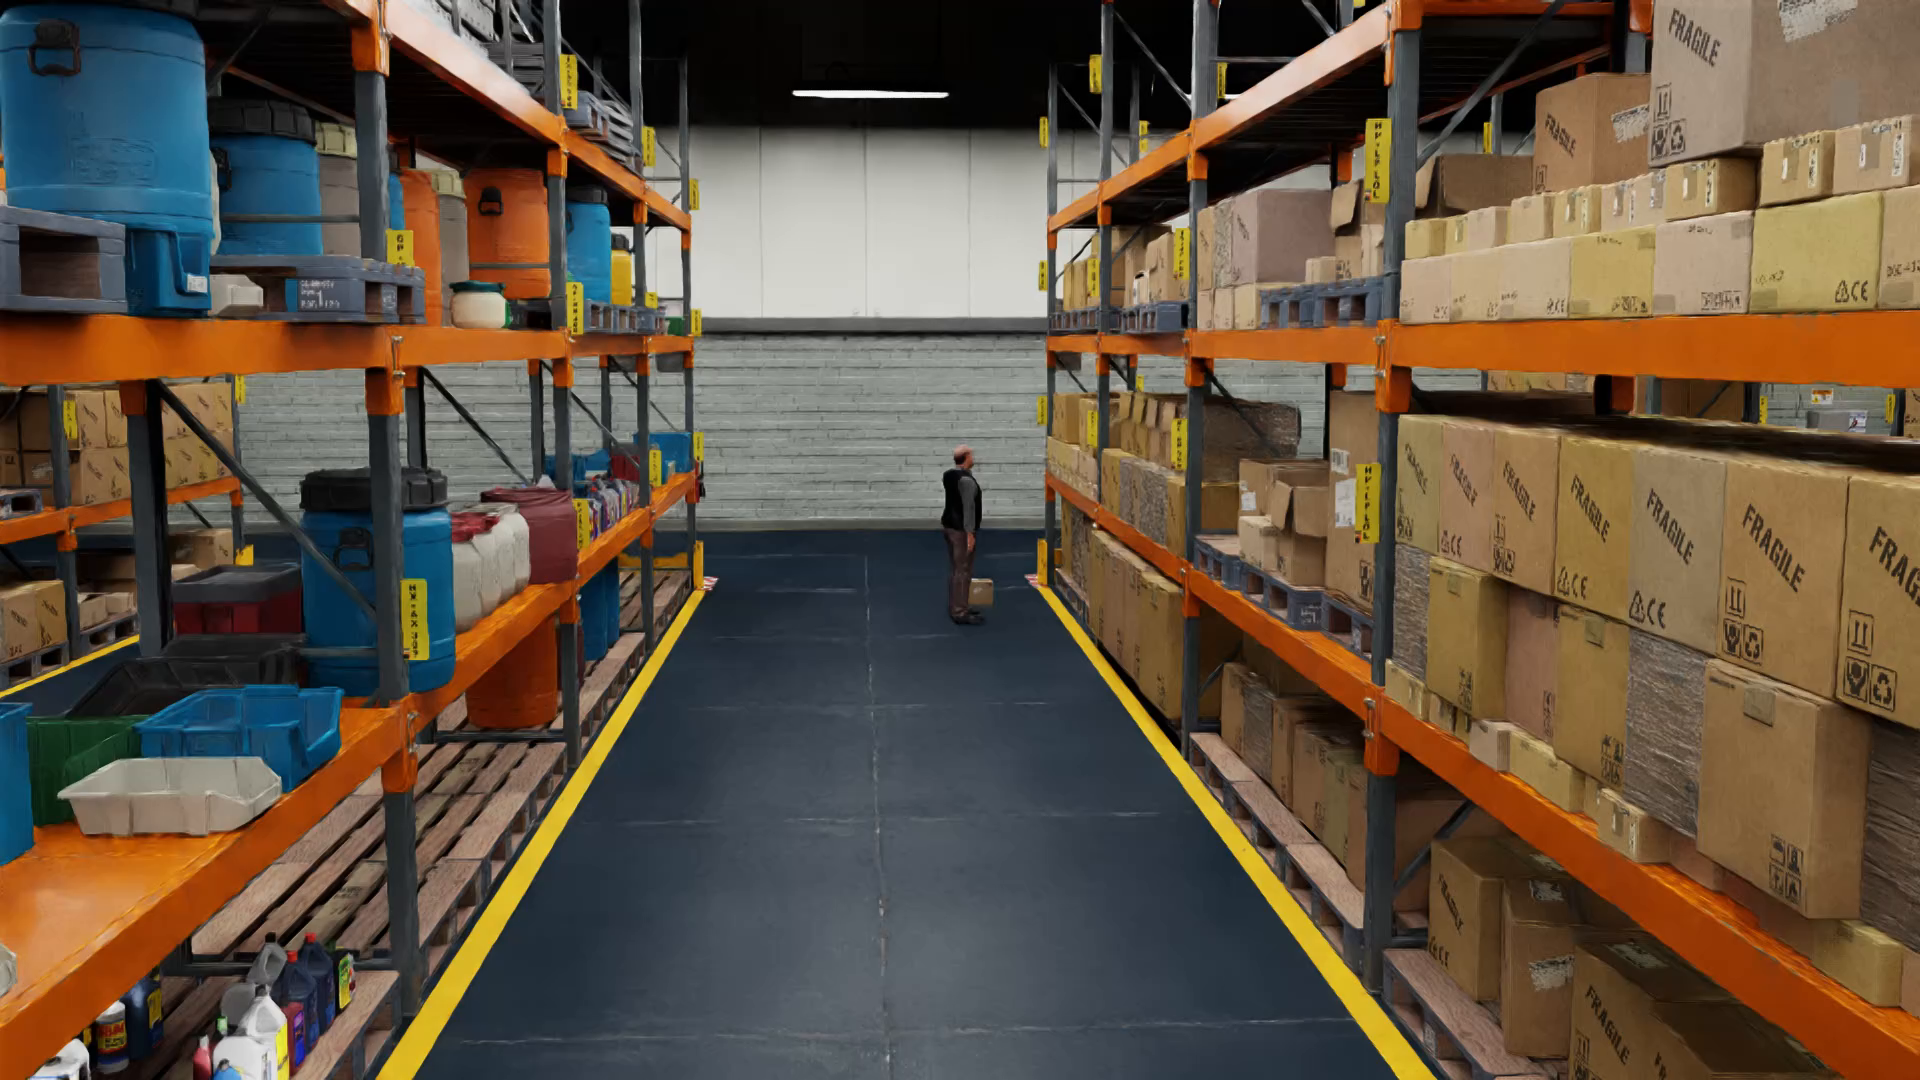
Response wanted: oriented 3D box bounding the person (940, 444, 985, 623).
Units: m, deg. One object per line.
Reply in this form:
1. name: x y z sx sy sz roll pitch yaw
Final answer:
1. person: 0.034 -0.032 16.296 0.393 1.643 0.588 -3 7 -22
